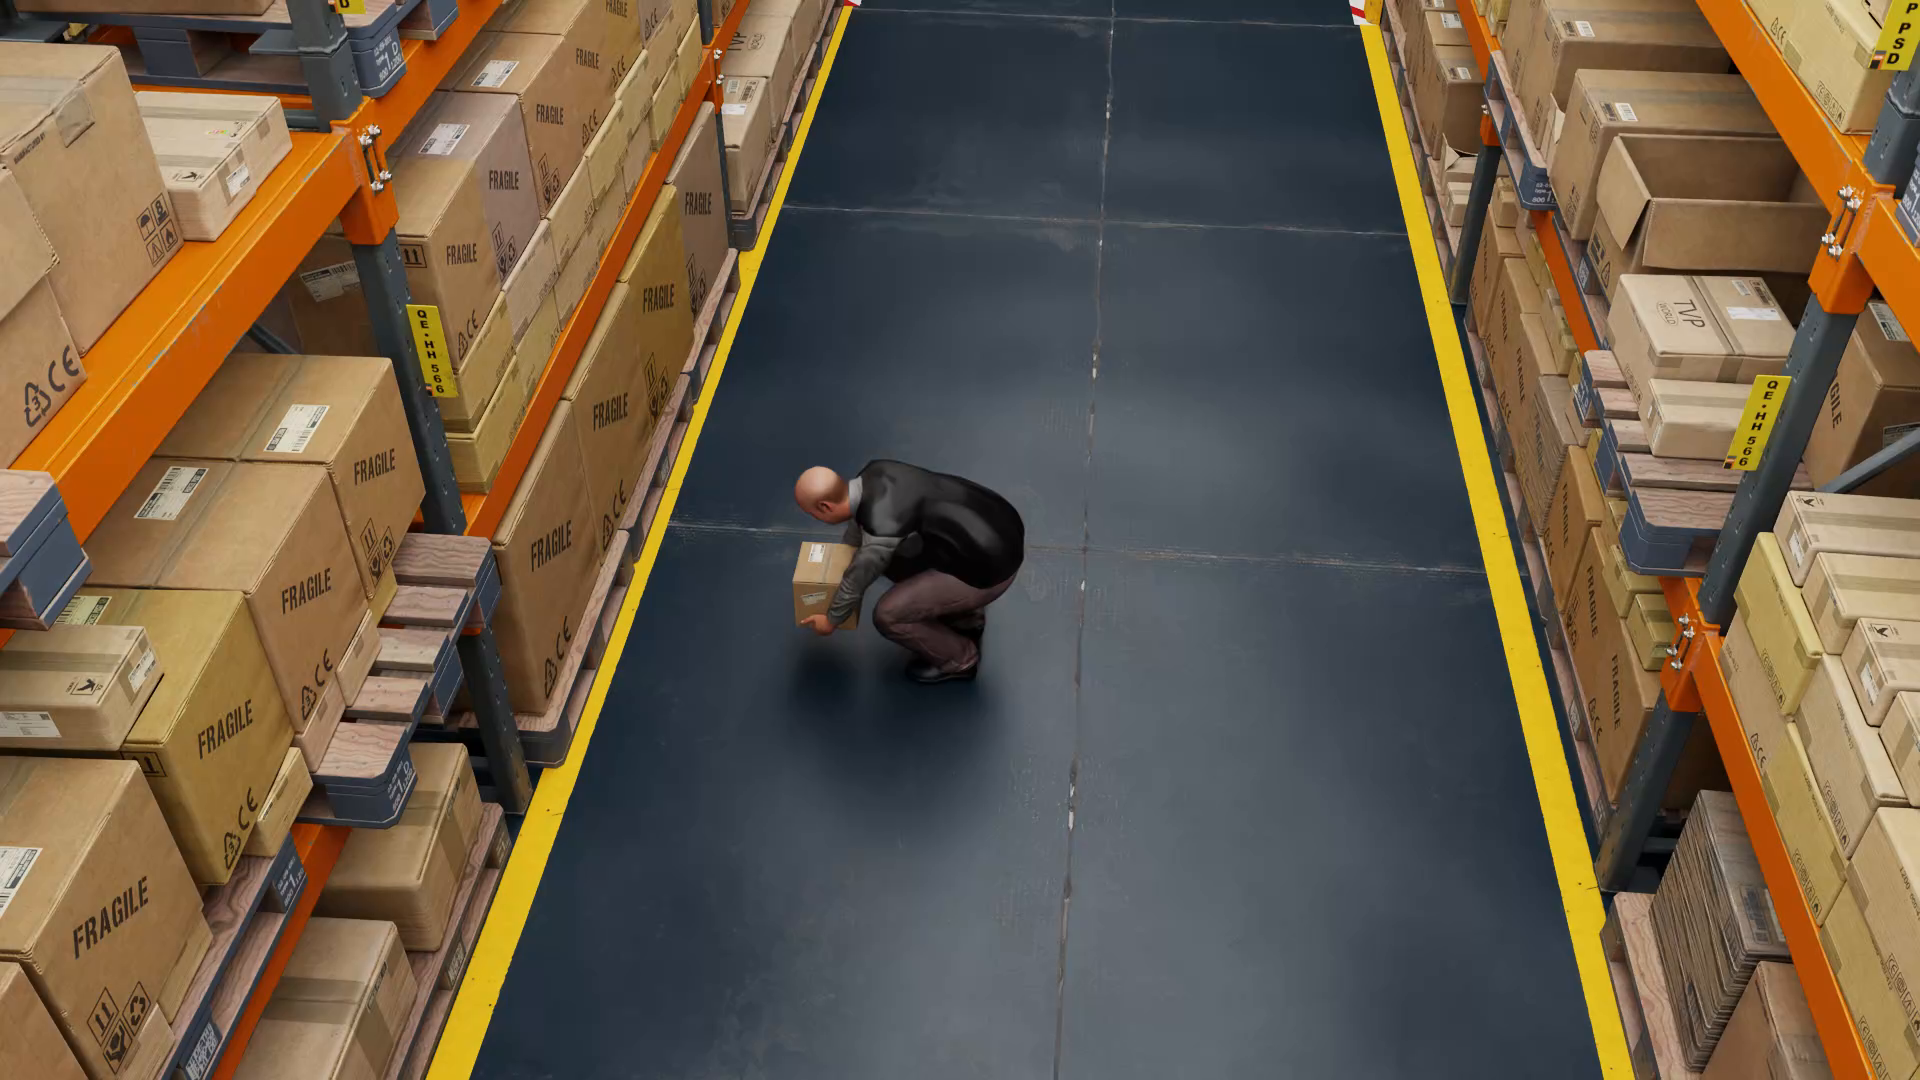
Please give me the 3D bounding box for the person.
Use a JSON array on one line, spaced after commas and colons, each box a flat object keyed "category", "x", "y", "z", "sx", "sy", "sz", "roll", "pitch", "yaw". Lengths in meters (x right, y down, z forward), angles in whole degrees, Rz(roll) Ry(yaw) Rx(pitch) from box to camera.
[{"category": "person", "x": -0.192, "y": 0.100, "z": 6.663, "sx": 0.894, "sy": 0.952, "sz": 0.509, "roll": 2, "pitch": 40, "yaw": 3}]
